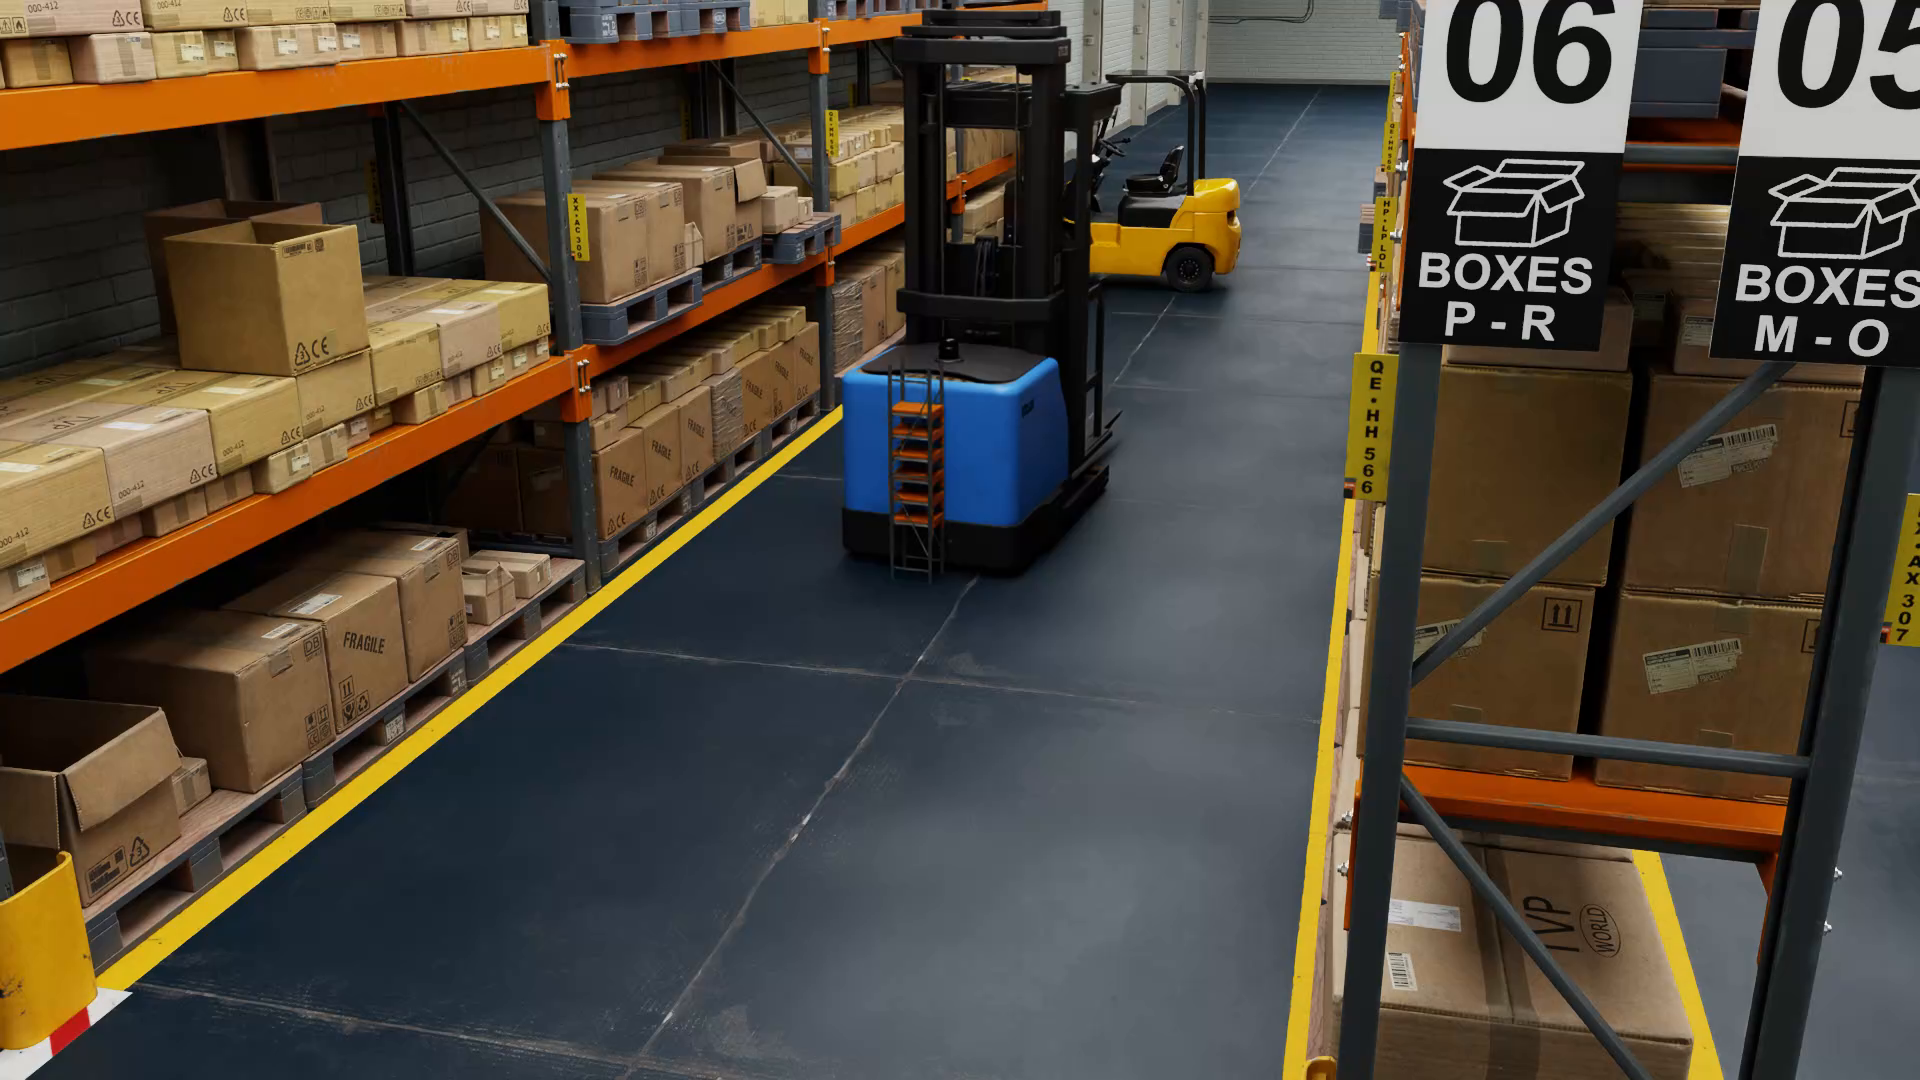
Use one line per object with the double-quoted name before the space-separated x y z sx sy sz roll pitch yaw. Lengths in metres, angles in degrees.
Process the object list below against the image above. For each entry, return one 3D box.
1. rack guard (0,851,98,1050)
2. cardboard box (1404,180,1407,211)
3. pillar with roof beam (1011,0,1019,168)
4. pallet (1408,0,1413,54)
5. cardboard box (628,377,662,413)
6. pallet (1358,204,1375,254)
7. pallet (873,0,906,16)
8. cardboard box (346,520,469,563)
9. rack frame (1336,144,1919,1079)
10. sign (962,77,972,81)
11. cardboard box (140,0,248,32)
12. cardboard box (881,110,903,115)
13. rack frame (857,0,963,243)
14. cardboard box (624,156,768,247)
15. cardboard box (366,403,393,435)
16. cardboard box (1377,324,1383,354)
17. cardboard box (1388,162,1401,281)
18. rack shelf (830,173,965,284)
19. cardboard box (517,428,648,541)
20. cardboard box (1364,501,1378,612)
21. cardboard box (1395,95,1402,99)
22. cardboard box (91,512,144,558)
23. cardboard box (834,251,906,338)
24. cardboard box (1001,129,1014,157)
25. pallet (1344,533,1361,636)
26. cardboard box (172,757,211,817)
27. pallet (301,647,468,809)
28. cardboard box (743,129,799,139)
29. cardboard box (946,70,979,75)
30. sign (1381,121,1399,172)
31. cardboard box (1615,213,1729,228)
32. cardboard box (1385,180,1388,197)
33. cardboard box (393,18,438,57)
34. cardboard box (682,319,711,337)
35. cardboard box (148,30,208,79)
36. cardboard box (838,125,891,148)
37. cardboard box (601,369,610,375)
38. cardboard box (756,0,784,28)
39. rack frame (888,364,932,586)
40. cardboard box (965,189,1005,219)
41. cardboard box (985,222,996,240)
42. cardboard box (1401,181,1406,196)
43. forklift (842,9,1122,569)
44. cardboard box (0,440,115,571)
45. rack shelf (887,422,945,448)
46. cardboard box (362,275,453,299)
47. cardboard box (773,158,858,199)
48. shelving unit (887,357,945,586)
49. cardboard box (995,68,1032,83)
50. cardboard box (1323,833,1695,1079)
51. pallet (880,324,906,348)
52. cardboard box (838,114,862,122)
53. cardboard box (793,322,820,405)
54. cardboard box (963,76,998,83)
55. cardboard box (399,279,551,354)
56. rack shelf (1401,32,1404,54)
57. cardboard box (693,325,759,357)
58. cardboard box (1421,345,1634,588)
"rack guard" -3.381 1.234 5.302 1.175 0.500 0.348 5 19 13
"cardboard box" 1.781 -1.218 5.908 0.380 0.149 0.250 4 19 12
"pillar with roof beam" 5.106 -9.173 22.621 9.100 9.000 0.400 5 19 13
"pallet" 2.182 -1.910 6.136 1.003 0.211 1.213 5 19 13
"cardboard box" -1.979 -0.855 9.763 0.380 0.149 0.250 4 19 12
"pallet" 3.440 -2.183 11.735 1.213 0.211 1.003 5 19 13
"pallet" -1.096 -4.334 13.386 1.003 0.211 1.213 6 20 16
"cardboard box" -2.813 0.083 8.314 0.500 0.311 0.500 5 20 15
"rack frame" 1.414 0.465 3.684 1.000 3.000 0.127 5 19 13
"sign" 0.061 -4.157 15.549 0.100 0.325 0.005 5 19 13
"cardboard box" -2.785 -1.853 5.602 0.500 0.250 0.500 4 19 12
"cardboard box" -0.492 -3.761 14.901 0.380 0.149 0.250 5 19 13
"rack frame" -0.468 -3.687 15.840 1.000 3.000 0.127 5 19 13
"cardboard box" -1.665 -2.154 10.544 0.797 0.503 0.637 4 19 12
"cardboard box" -2.635 -0.539 7.014 0.380 0.149 0.250 5 19 14
"cardboard box" 2.898 -0.746 9.869 0.875 0.875 0.875 5 19 14
"cardboard box" 2.257 -1.469 7.645 0.500 0.500 0.500 5 20 15
"rack shelf" -0.956 -2.719 14.121 1.077 0.370 4.000 5 19 13
"cardboard box" -2.086 -0.329 9.227 0.500 0.500 0.500 6 20 16
"cardboard box" 1.529 -0.072 5.103 0.500 0.500 0.500 5 20 15
"cardboard box" 3.832 -3.401 13.740 0.500 0.500 0.500 5 19 14
"cardboard box" -3.006 -0.056 5.601 0.380 0.149 0.250 4 19 13
"cardboard box" -0.963 -2.119 14.274 0.875 0.625 0.625 4 19 11
"cardboard box" 0.271 -4.332 17.574 0.500 0.500 0.500 5 19 14
"pallet" 2.507 0.283 8.531 1.003 0.211 1.213 5 19 13
"cardboard box" -3.017 0.911 6.142 0.380 0.149 0.250 4 19 11
"pallet" -2.887 0.739 7.197 1.003 0.211 1.213 5 19 13
"cardboard box" -1.492 -3.155 13.125 0.380 0.149 0.250 4 19 12
"cardboard box" -0.002 -5.107 18.381 0.380 0.149 0.250 5 19 14
"sign" 2.841 -2.592 10.968 0.100 0.325 0.005 5 19 13
"cardboard box" 2.101 -0.857 4.850 0.380 0.149 0.250 5 19 14
"cardboard box" 3.357 -2.581 12.343 0.380 0.149 0.250 5 19 14
"cardboard box" -2.425 -2.107 6.964 0.380 0.149 0.250 5 19 13
"cardboard box" -1.949 -1.451 11.510 0.380 0.149 0.250 5 19 14
"cardboard box" -2.761 -1.623 5.548 0.380 0.149 0.250 5 19 13
"cardboard box" -0.776 -3.269 13.460 0.380 0.149 0.250 5 20 15
"cardboard box" -2.345 -0.964 10.084 0.380 0.149 0.250 5 20 15
"cardboard box" -1.457 -3.444 10.721 0.500 0.250 0.500 5 19 14
"rack frame" -0.263 -0.333 8.807 0.240 1.200 0.006 7 20 18
"cardboard box" 0.200 -3.500 17.353 0.500 0.250 0.500 5 20 15
"cardboard box" 0.071 -3.106 16.971 0.500 0.250 0.500 5 19 13
"cardboard box" 2.041 -1.179 6.796 0.500 0.500 0.500 5 19 14
"forklift" 0.311 -1.671 10.045 1.130 2.935 3.031 7 20 18
"cardboard box" -3.028 -0.116 5.159 0.500 0.250 0.500 5 19 14
"rack shelf" -0.232 -0.546 8.825 0.258 0.103 0.180 7 20 18
"cardboard box" -2.805 -1.115 8.083 0.500 0.250 0.500 4 19 13
"cardboard box" -1.076 -2.716 12.458 0.500 0.250 0.500 5 19 13
"shelving unit" -0.232 -0.361 8.888 0.258 1.200 0.189 7 20 18
"cardboard box" 0.596 -5.227 18.731 0.380 0.149 0.250 5 19 13
"cardboard box" 1.479 1.264 4.659 0.875 0.438 0.875 4 19 12
"pallet" -0.906 -1.749 14.483 1.003 0.211 1.213 5 19 13
"cardboard box" -1.068 -3.632 14.521 0.380 0.149 0.250 5 19 13
"cardboard box" -1.340 -1.299 12.068 0.500 0.500 0.500 5 20 15
"cardboard box" 0.179 -4.748 17.328 0.380 0.149 0.250 5 19 14
"cardboard box" -2.310 -1.070 7.952 0.500 0.250 0.500 5 20 15
"rack shelf" 3.858 -3.748 12.492 1.077 0.370 4.000 5 19 13
"cardboard box" -1.572 -1.335 11.168 0.380 0.149 0.250 5 20 15
"cardboard box" 1.301 -0.225 4.004 0.500 0.500 0.500 5 20 15
